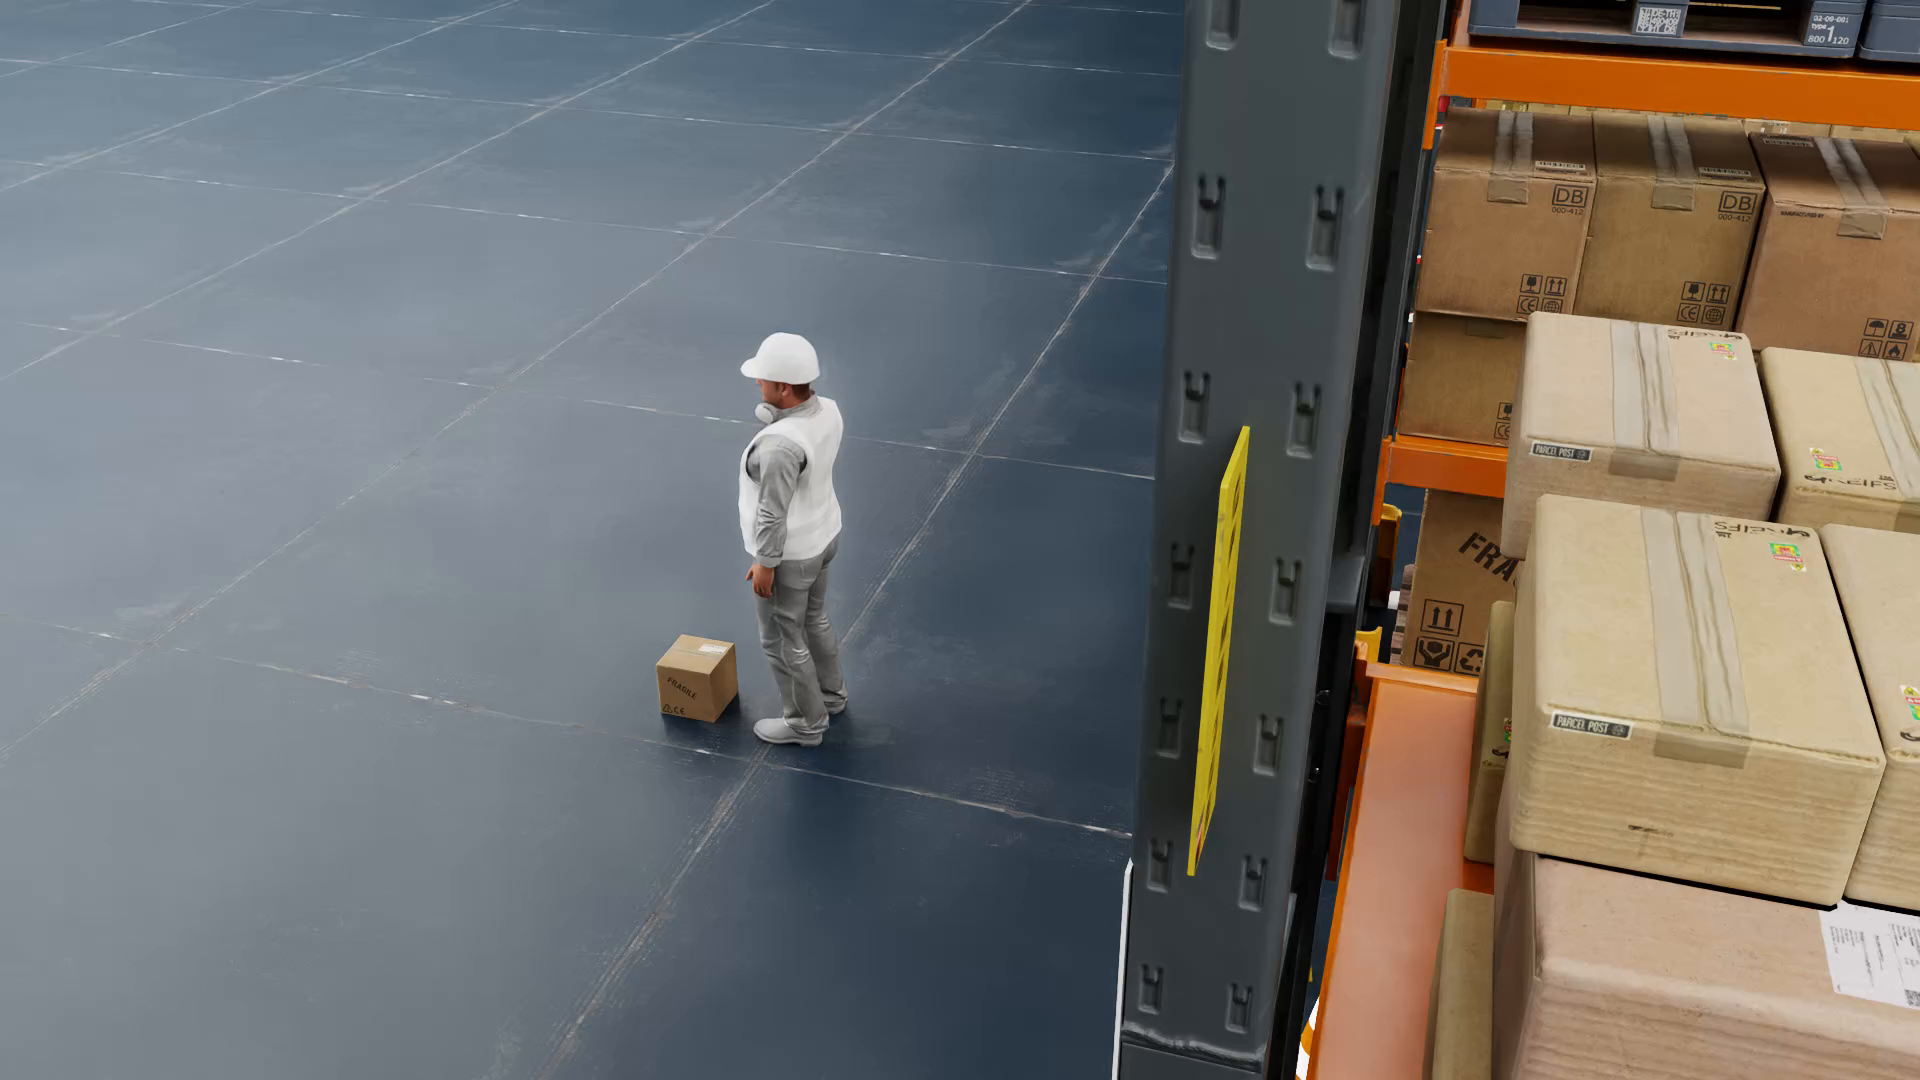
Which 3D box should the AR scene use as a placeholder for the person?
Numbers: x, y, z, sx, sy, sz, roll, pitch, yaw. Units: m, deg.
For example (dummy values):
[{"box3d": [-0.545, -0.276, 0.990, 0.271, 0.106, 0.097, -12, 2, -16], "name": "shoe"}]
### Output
[{"box3d": [-0.670, 0.008, 6.591, 0.360, 1.768, 0.533, 9, 30, 16], "name": "person"}]
